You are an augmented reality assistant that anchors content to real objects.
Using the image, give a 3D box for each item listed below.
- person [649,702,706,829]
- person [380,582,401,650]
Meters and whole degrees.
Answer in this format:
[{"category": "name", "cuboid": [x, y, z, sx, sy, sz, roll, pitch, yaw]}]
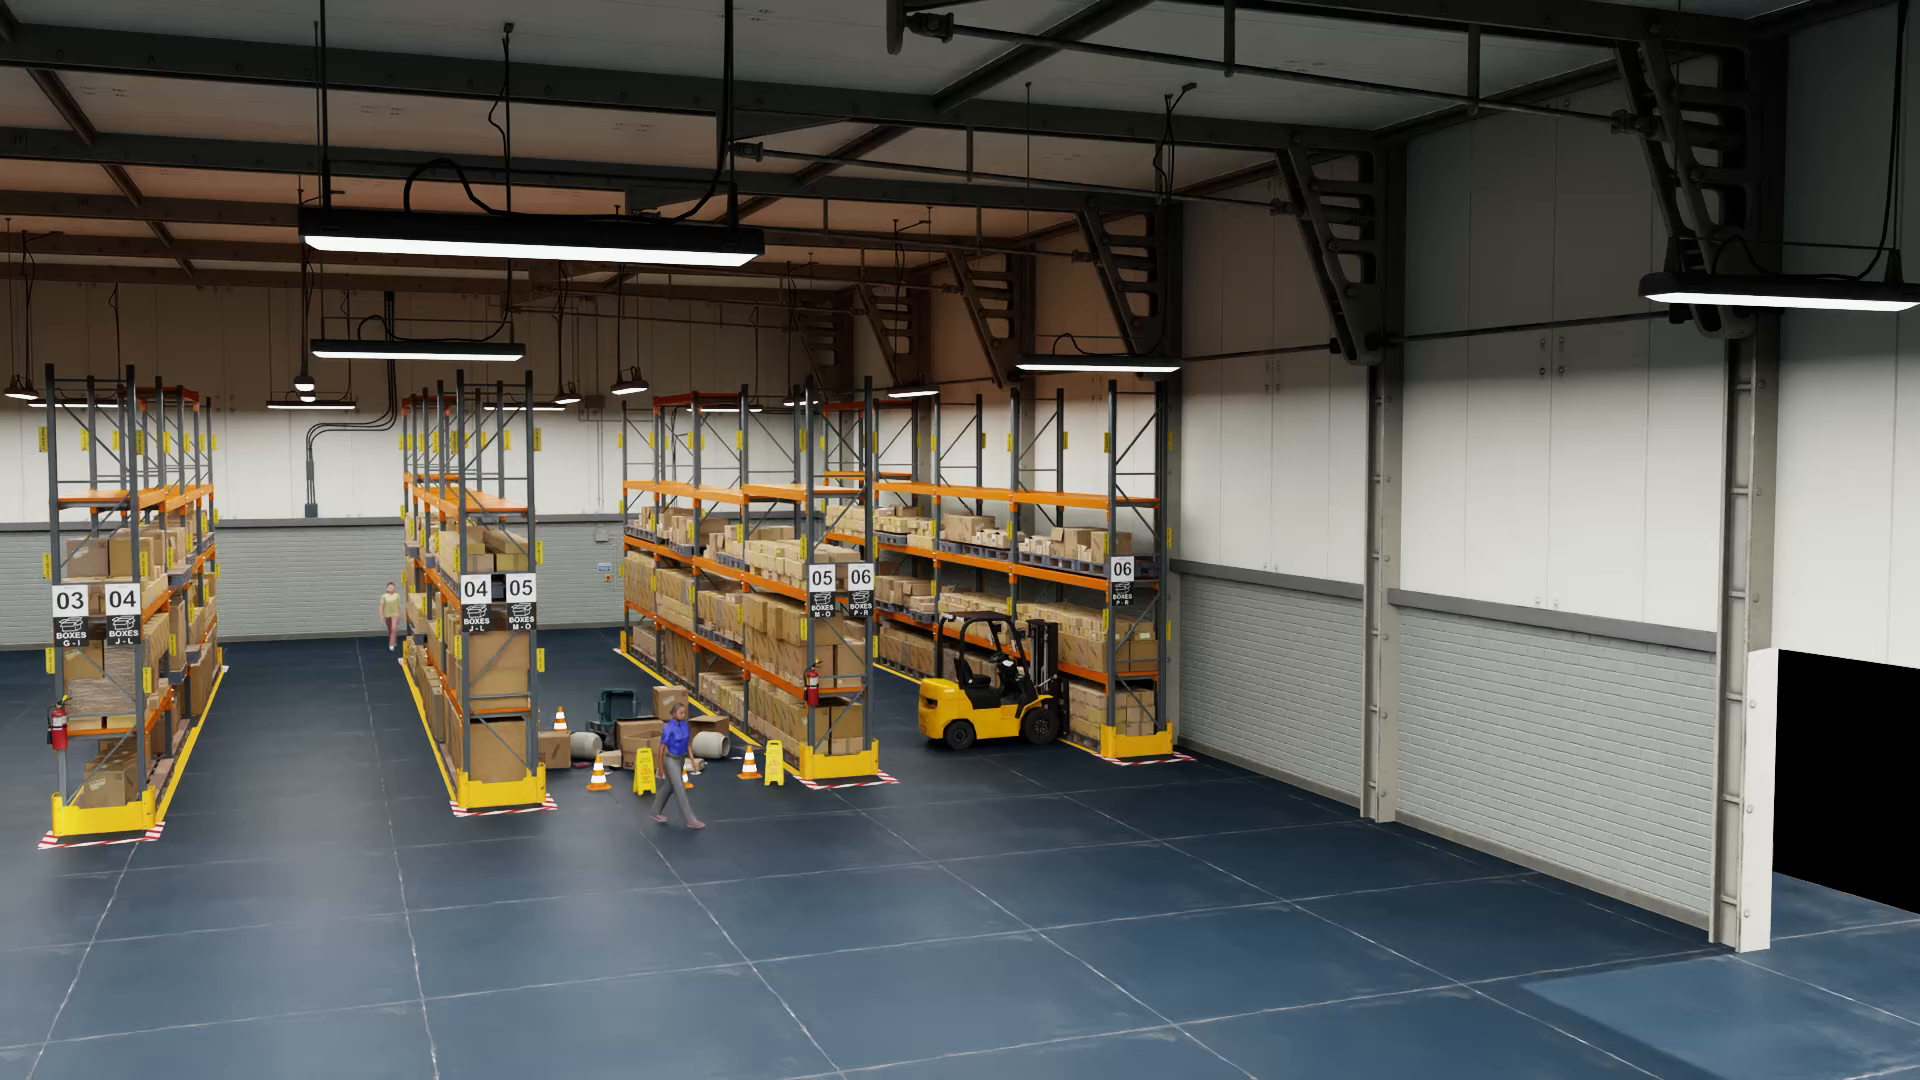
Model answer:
[{"category": "person", "cuboid": [-3.656, 2.917, 21.629, 0.974, 1.588, 0.491, 1, 4, 21]}, {"category": "person", "cuboid": [-13.754, 1.828, 40.100, 0.456, 1.603, 1.038, 0, 3, -2]}]
